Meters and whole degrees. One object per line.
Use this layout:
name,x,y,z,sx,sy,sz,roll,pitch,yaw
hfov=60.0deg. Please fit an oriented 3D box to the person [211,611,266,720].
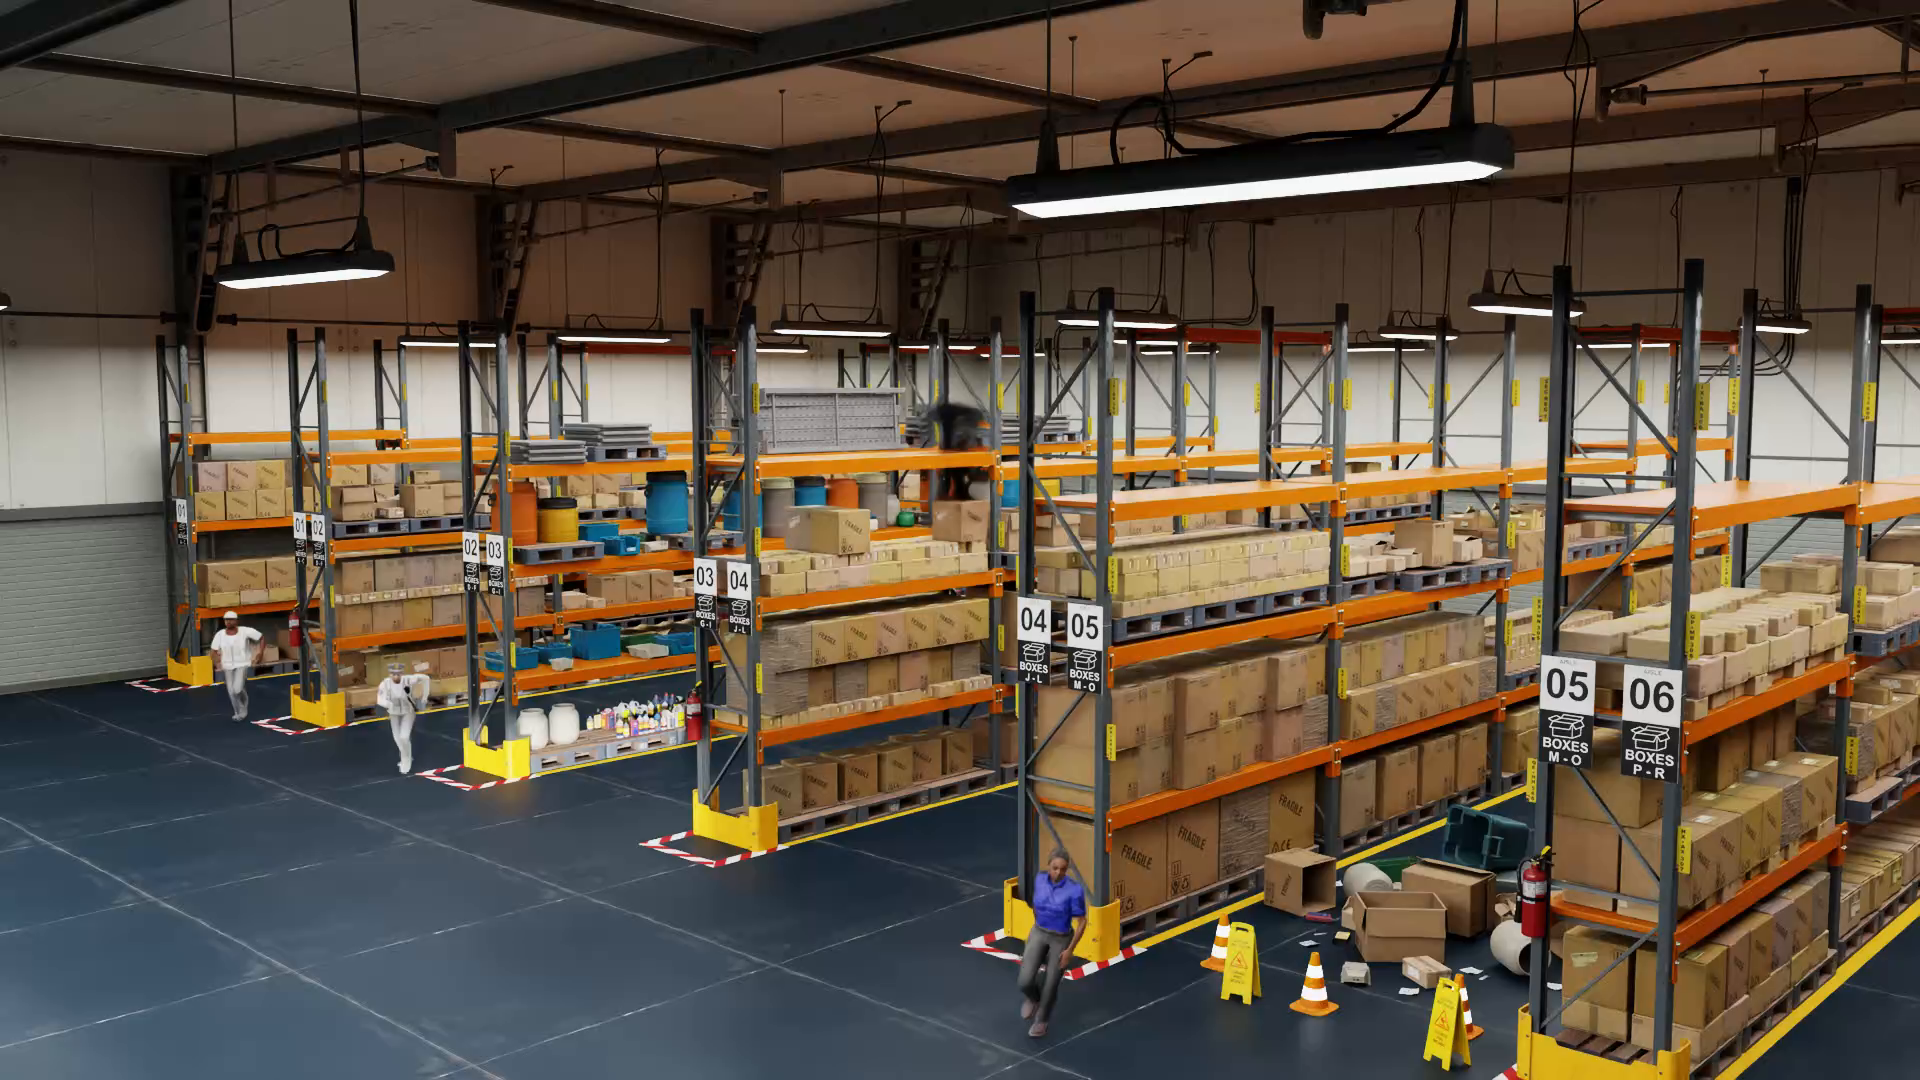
person,-10.982,1.922,25.242,0.709,1.712,0.784,0,5,-1

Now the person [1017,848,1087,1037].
person,0.726,3.148,13.061,0.605,1.581,0.697,2,6,18

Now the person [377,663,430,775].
person,-7.356,2.345,22.042,0.649,1.528,0.919,-1,5,-8
